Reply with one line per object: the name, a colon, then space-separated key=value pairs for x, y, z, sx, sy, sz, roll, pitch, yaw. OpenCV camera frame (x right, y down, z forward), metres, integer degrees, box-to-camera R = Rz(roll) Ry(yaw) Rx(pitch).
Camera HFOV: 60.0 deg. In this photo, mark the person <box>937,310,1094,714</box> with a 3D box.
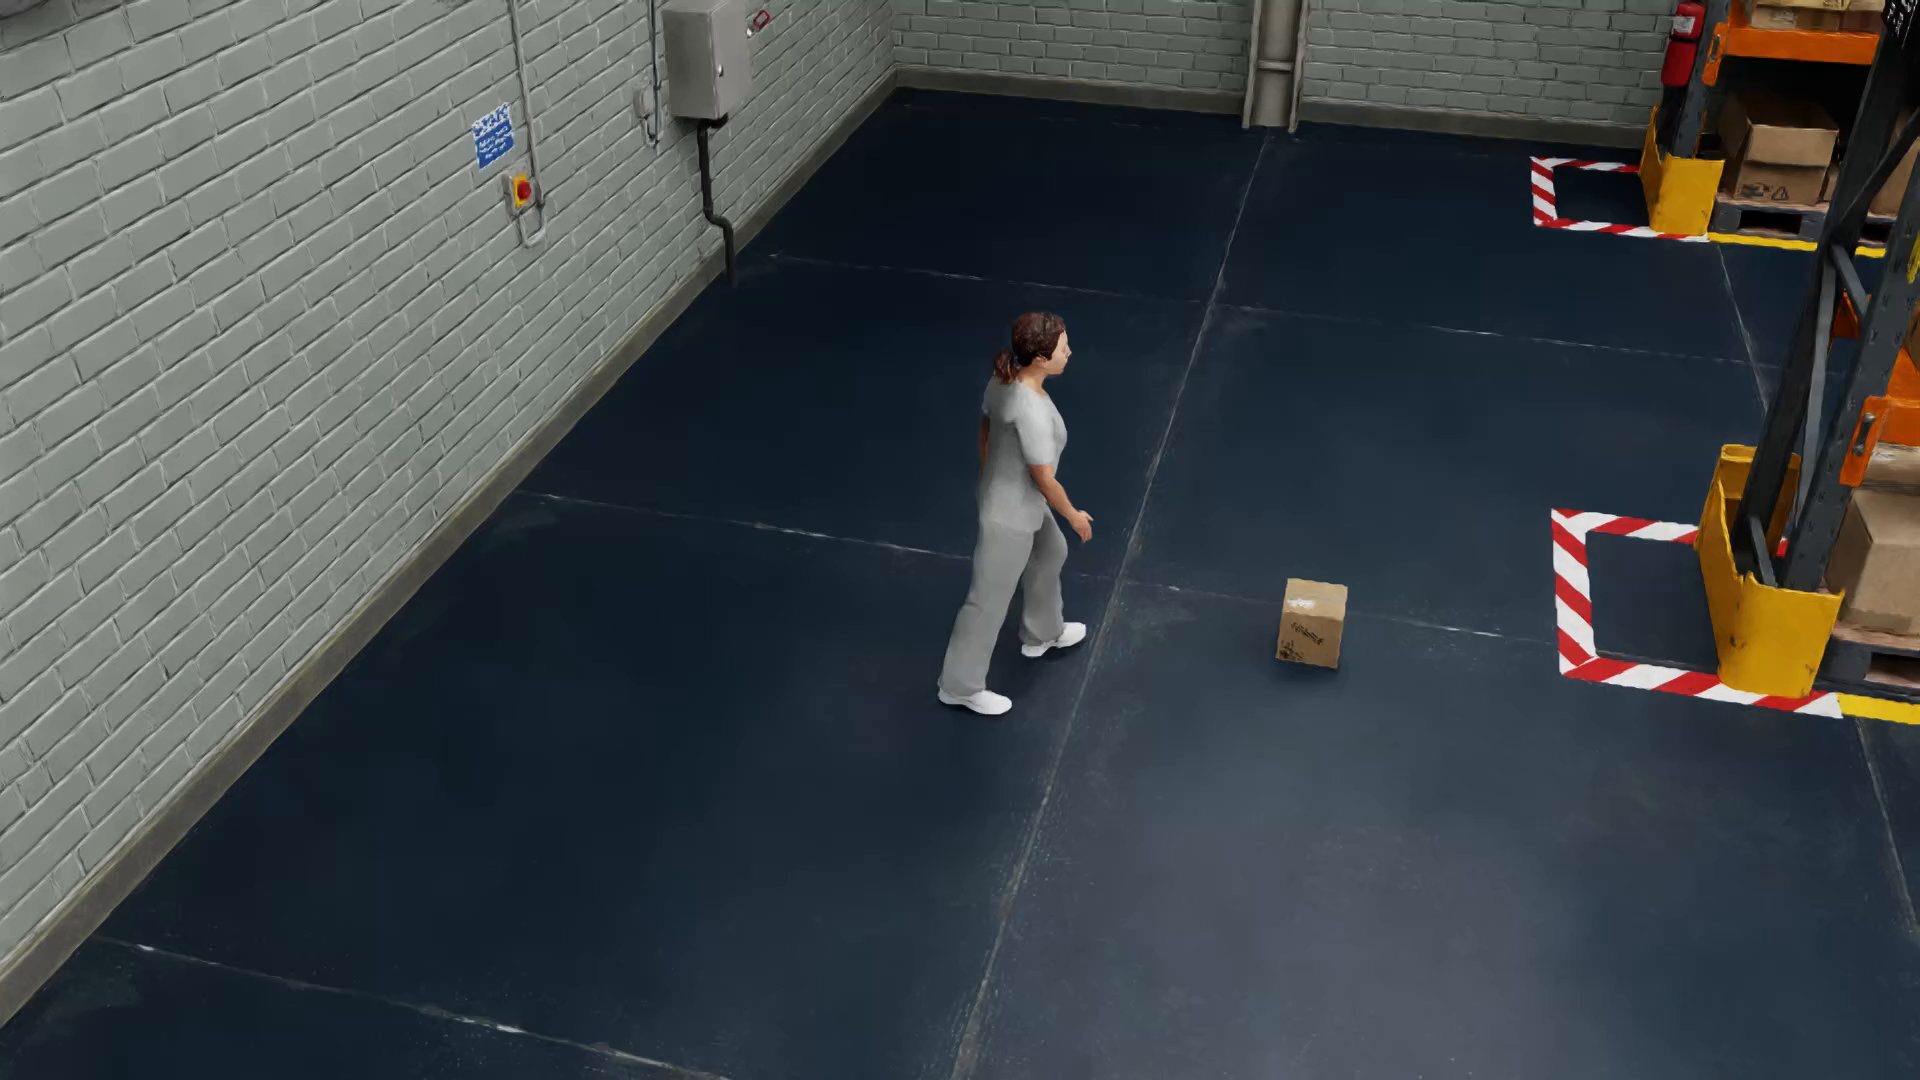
person: x=0.229 y=-0.127 z=6.349 sx=0.676 sy=1.640 sz=0.543 roll=-4 pitch=33 yaw=-7
